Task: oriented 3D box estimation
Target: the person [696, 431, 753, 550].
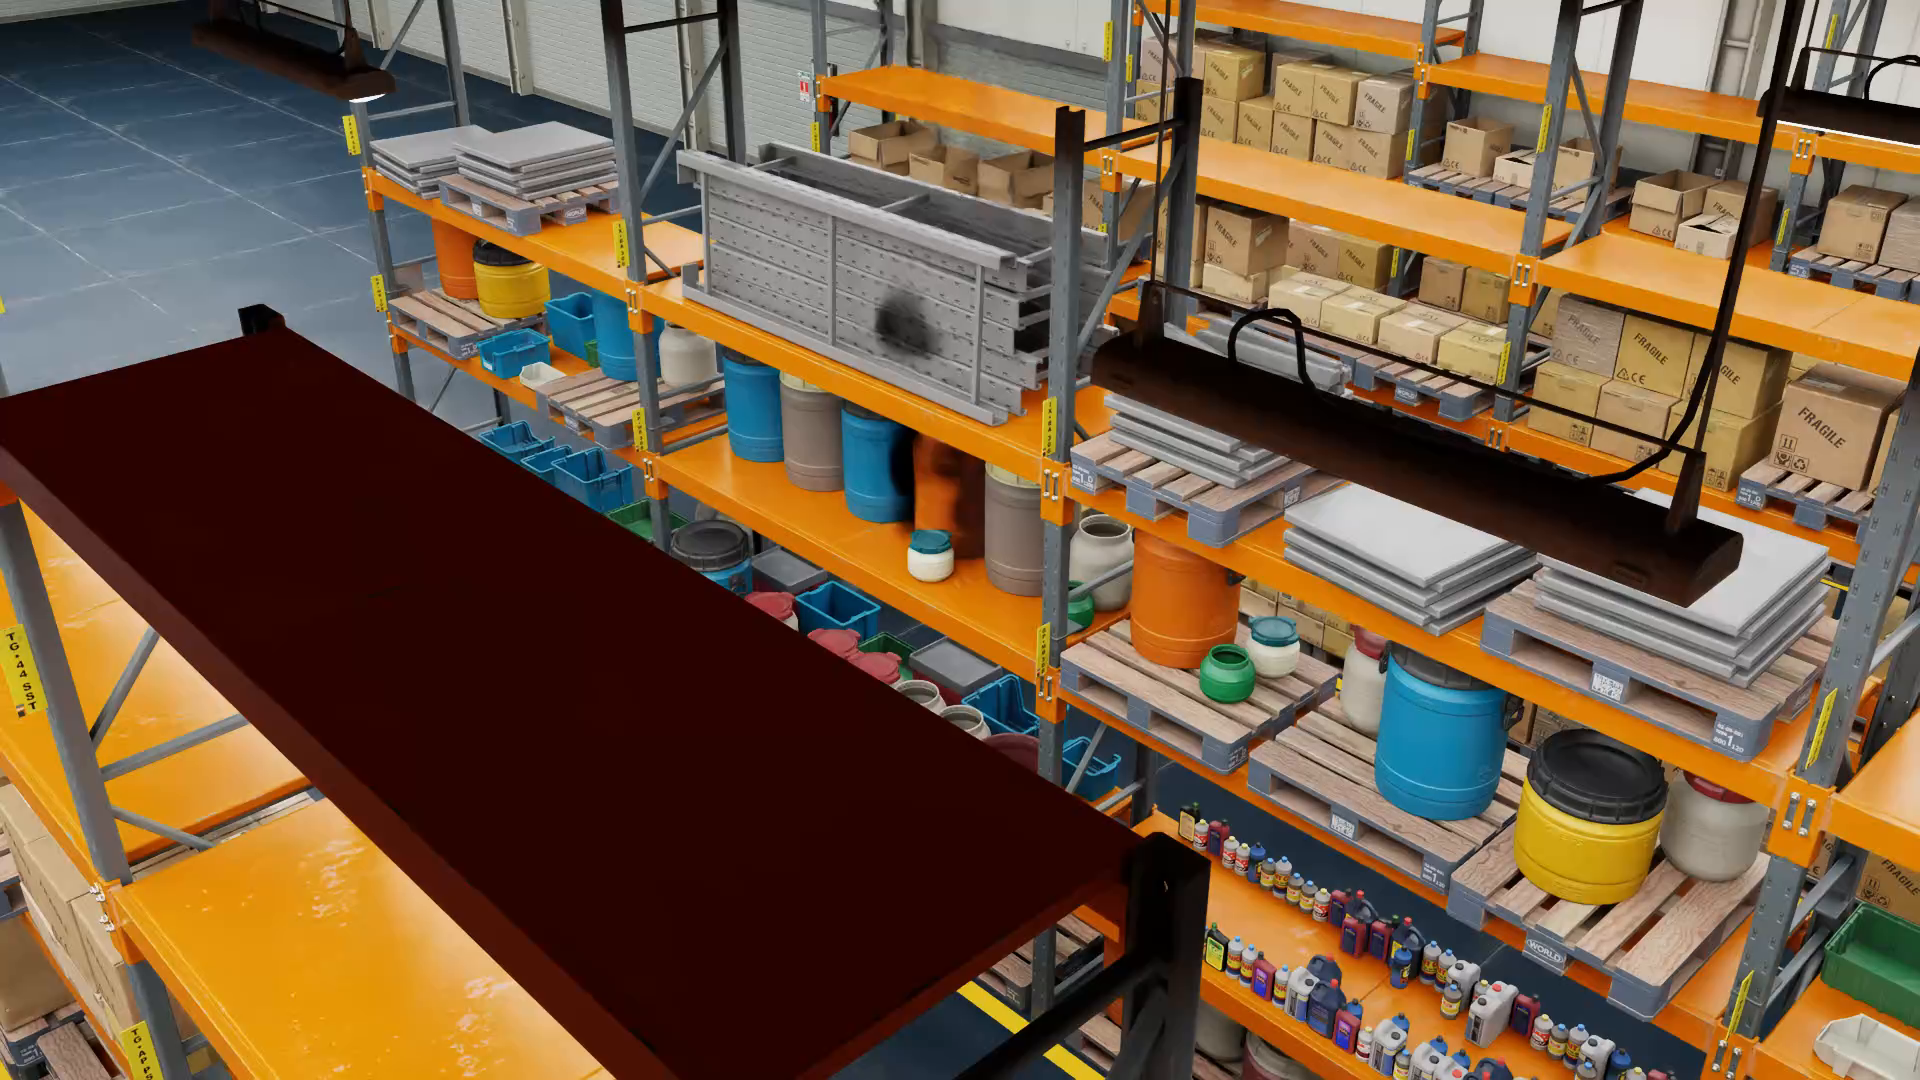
[{"bbox_3d":[-2.303,-0.490,16.064,0.578,1.615,0.605,12,31,22],"label":"person"}]
